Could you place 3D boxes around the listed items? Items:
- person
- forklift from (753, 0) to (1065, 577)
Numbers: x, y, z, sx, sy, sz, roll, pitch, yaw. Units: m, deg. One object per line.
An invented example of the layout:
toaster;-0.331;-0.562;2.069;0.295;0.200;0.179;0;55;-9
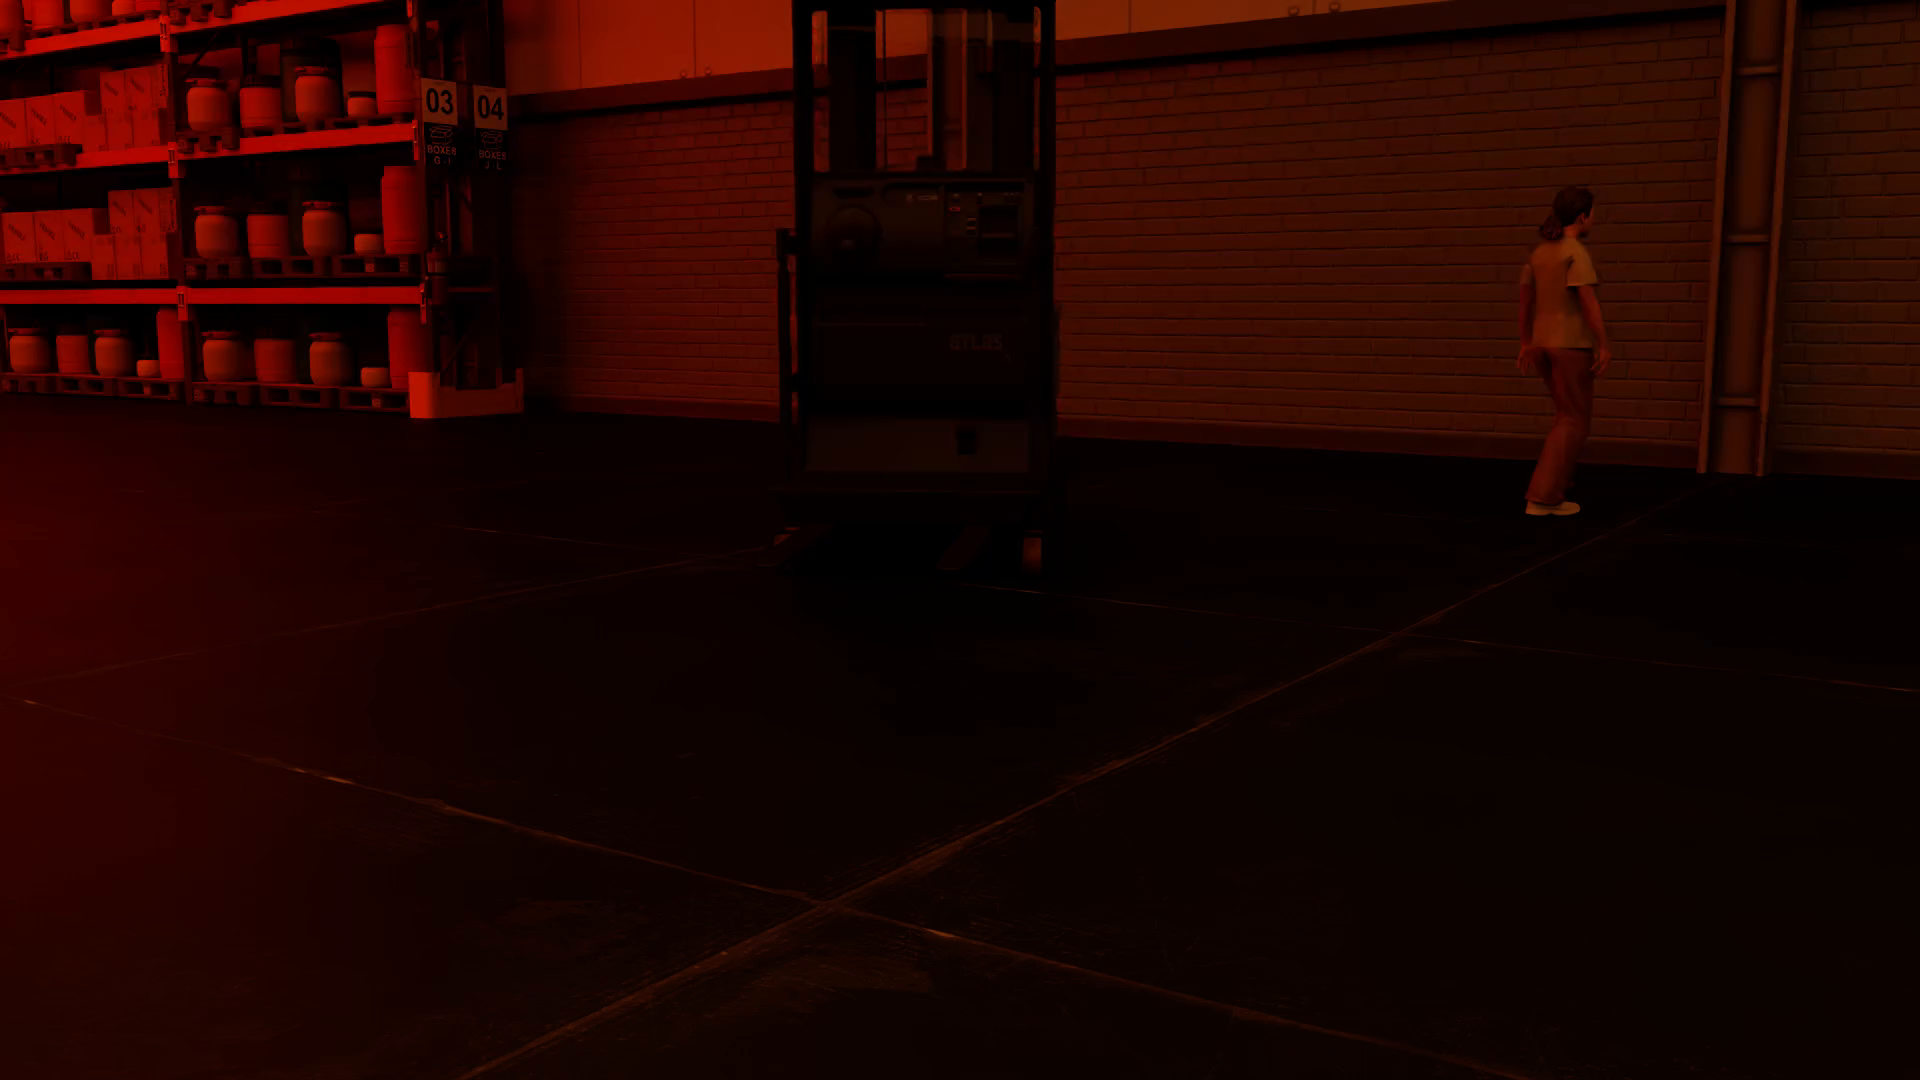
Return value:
person;3.096;-0.926;8.462;0.497;1.710;0.564;-2;8;-16
forklift;-0.175;-1.353;6.705;1.130;2.935;3.031;1;8;6
